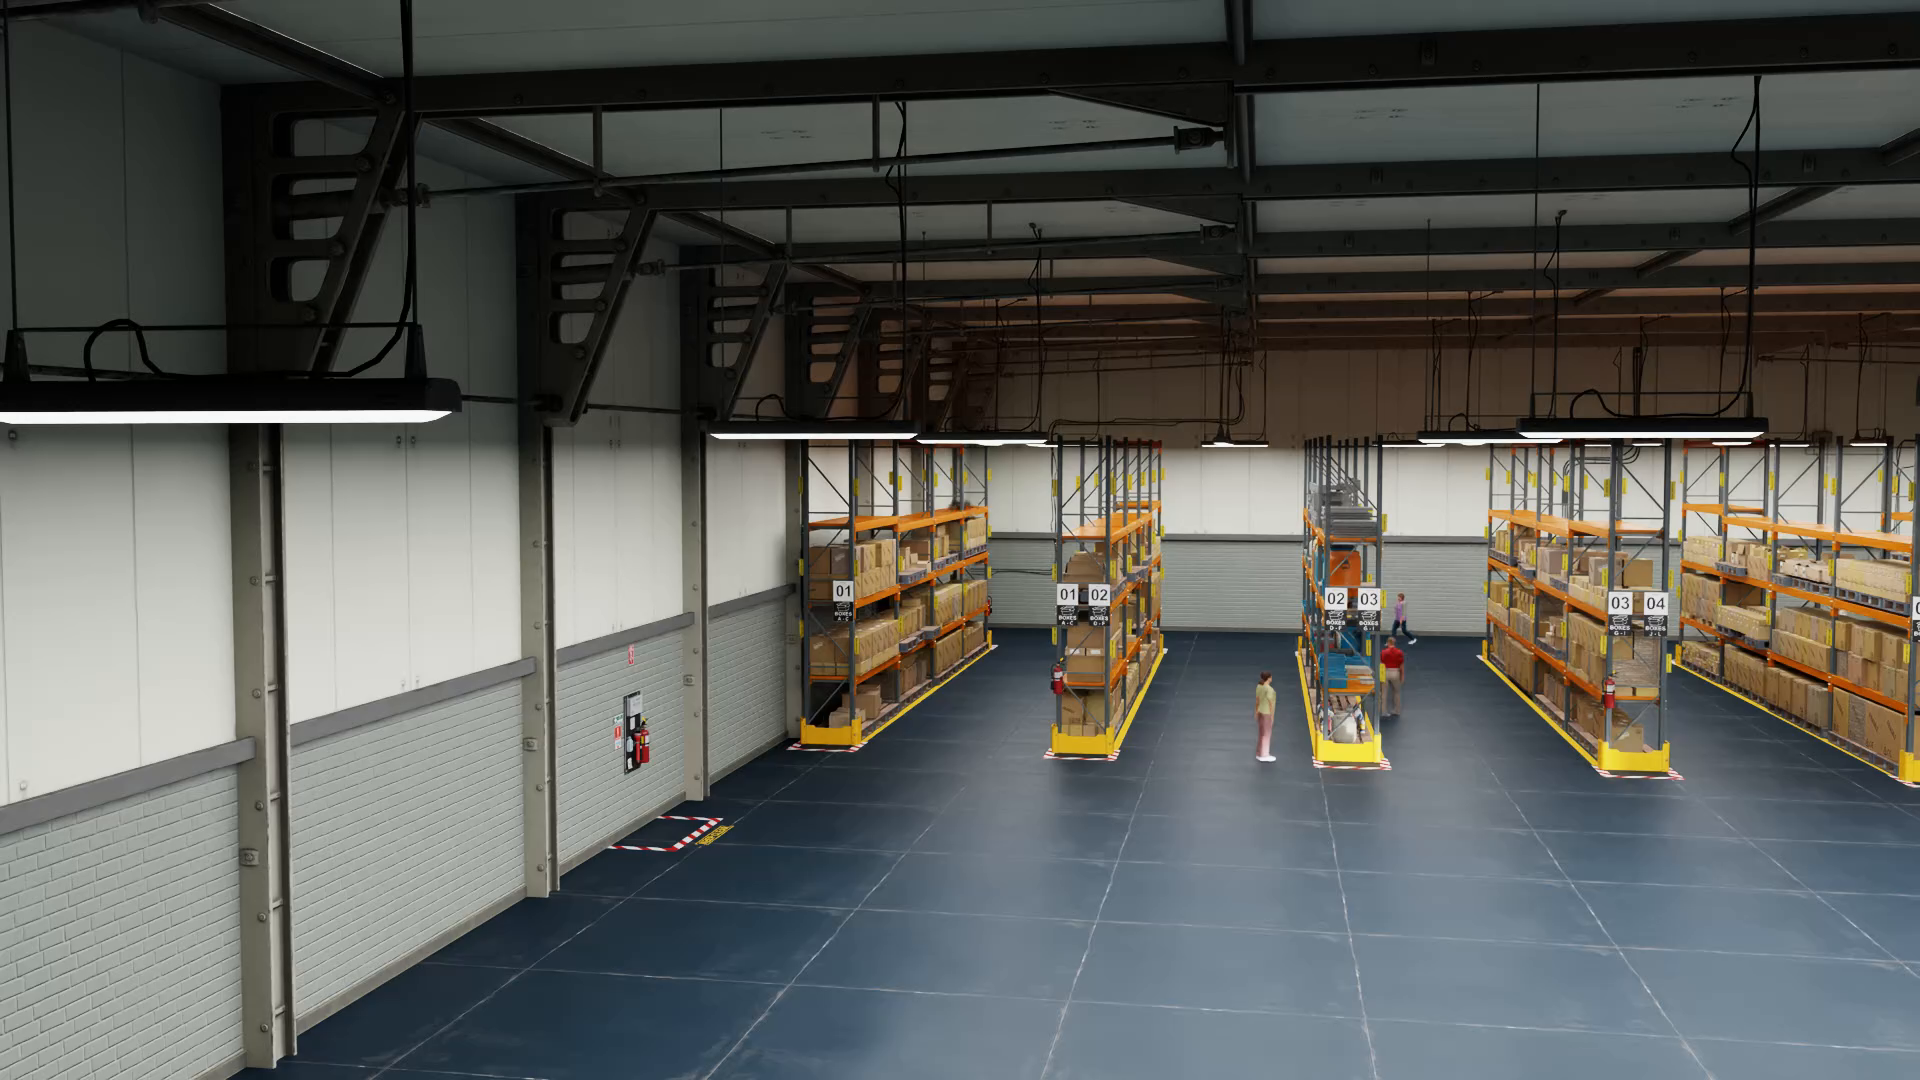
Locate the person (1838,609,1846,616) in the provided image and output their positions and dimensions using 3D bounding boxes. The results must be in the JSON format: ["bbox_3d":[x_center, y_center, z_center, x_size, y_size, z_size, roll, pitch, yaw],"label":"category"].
[{"bbox_3d":[24.198,2.363,45.717,0.557,1.754,0.533,0,3,0],"label":"person"}]

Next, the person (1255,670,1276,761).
[{"bbox_3d":[5.630,3.226,30.589,0.333,1.677,0.517,-1,3,-23],"label":"person"}]

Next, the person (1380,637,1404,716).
[{"bbox_3d":[9.316,2.931,35.827,0.516,1.721,0.597,1,3,23],"label":"person"}]

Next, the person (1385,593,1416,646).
[{"bbox_3d":[12.840,2.318,48.365,0.898,1.561,0.429,-1,3,-18],"label":"person"}]
